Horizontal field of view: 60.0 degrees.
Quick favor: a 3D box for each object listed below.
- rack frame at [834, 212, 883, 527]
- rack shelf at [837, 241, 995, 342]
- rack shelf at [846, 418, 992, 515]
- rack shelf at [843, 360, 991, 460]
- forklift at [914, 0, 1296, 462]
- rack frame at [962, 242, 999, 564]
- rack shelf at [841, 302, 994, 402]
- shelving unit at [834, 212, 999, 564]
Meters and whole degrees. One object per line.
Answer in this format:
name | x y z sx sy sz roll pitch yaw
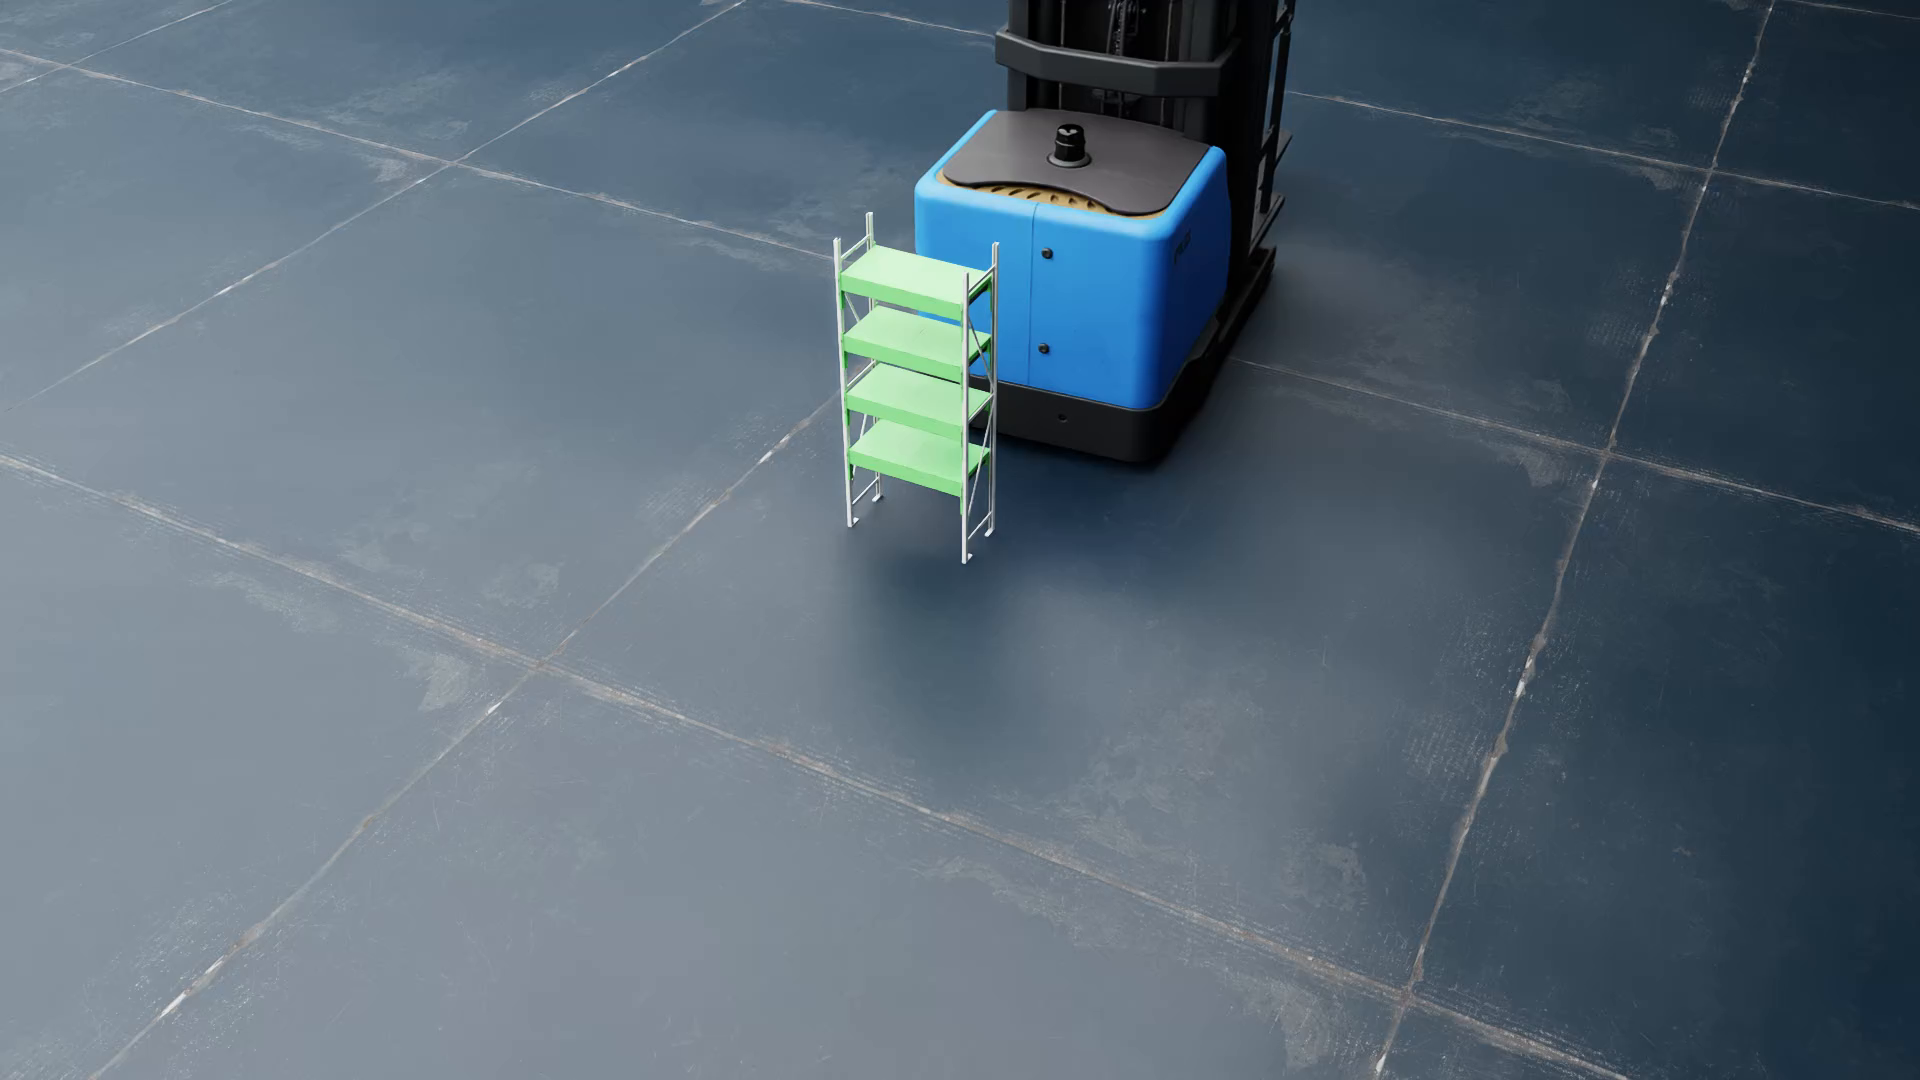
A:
rack frame | -0.364 -0.592 6.037 0.015 1.200 0.240 17 41 21
rack shelf | -0.147 -0.855 5.696 0.480 0.148 0.258 17 41 21
rack shelf | -0.147 -0.282 6.132 0.480 0.148 0.258 17 41 21
rack shelf | -0.147 -0.473 5.987 0.480 0.148 0.258 17 41 21
forklift | 0.844 -2.361 6.937 1.130 2.935 3.031 14 39 18
rack frame | 0.070 -0.456 5.858 0.015 1.200 0.240 17 41 21
rack shelf | -0.147 -0.664 5.841 0.480 0.148 0.258 17 41 21
shelving unit | -0.147 -0.524 5.948 0.503 1.200 0.258 17 41 21
